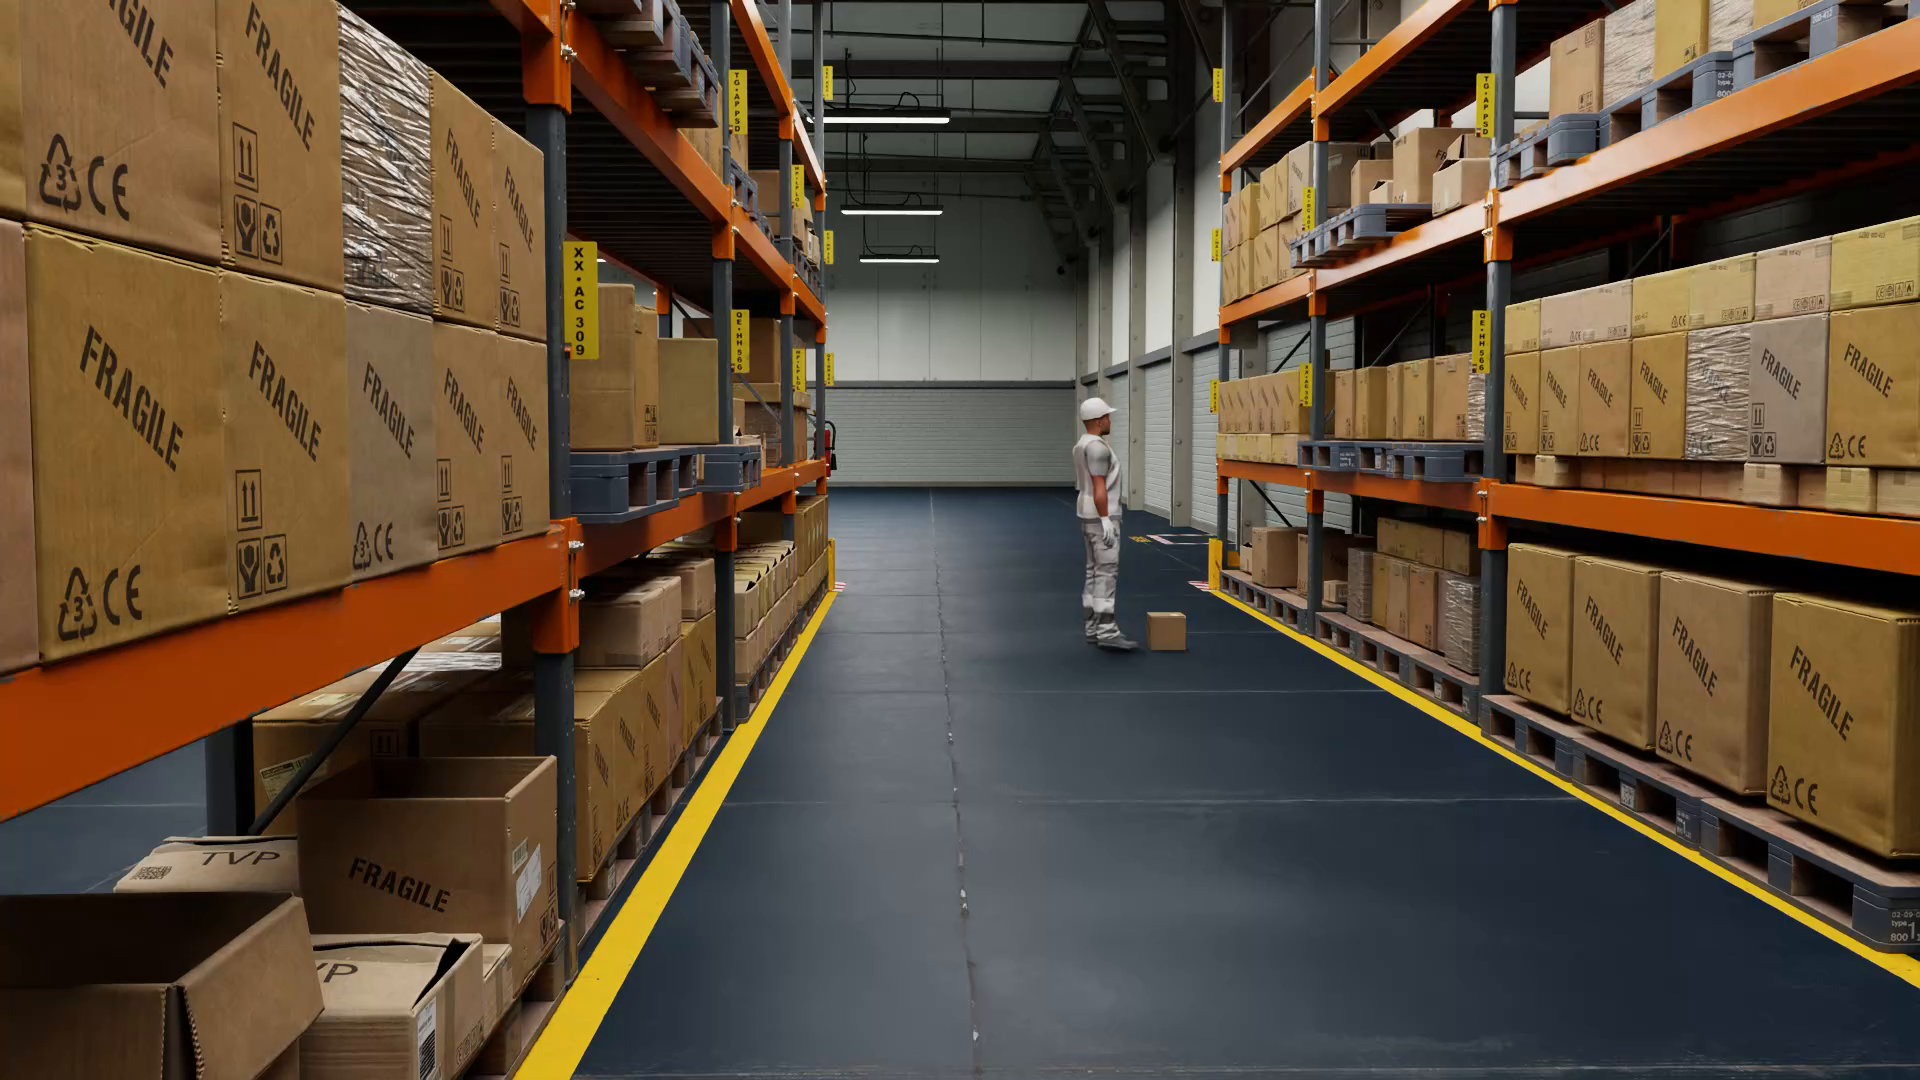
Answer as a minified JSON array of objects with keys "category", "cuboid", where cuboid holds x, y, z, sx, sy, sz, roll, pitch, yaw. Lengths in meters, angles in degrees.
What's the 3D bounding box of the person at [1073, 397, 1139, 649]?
[{"category":"person","cuboid":[1.057,-0.127,12.042,0.428,1.805,0.571,0,4,-7]}]
